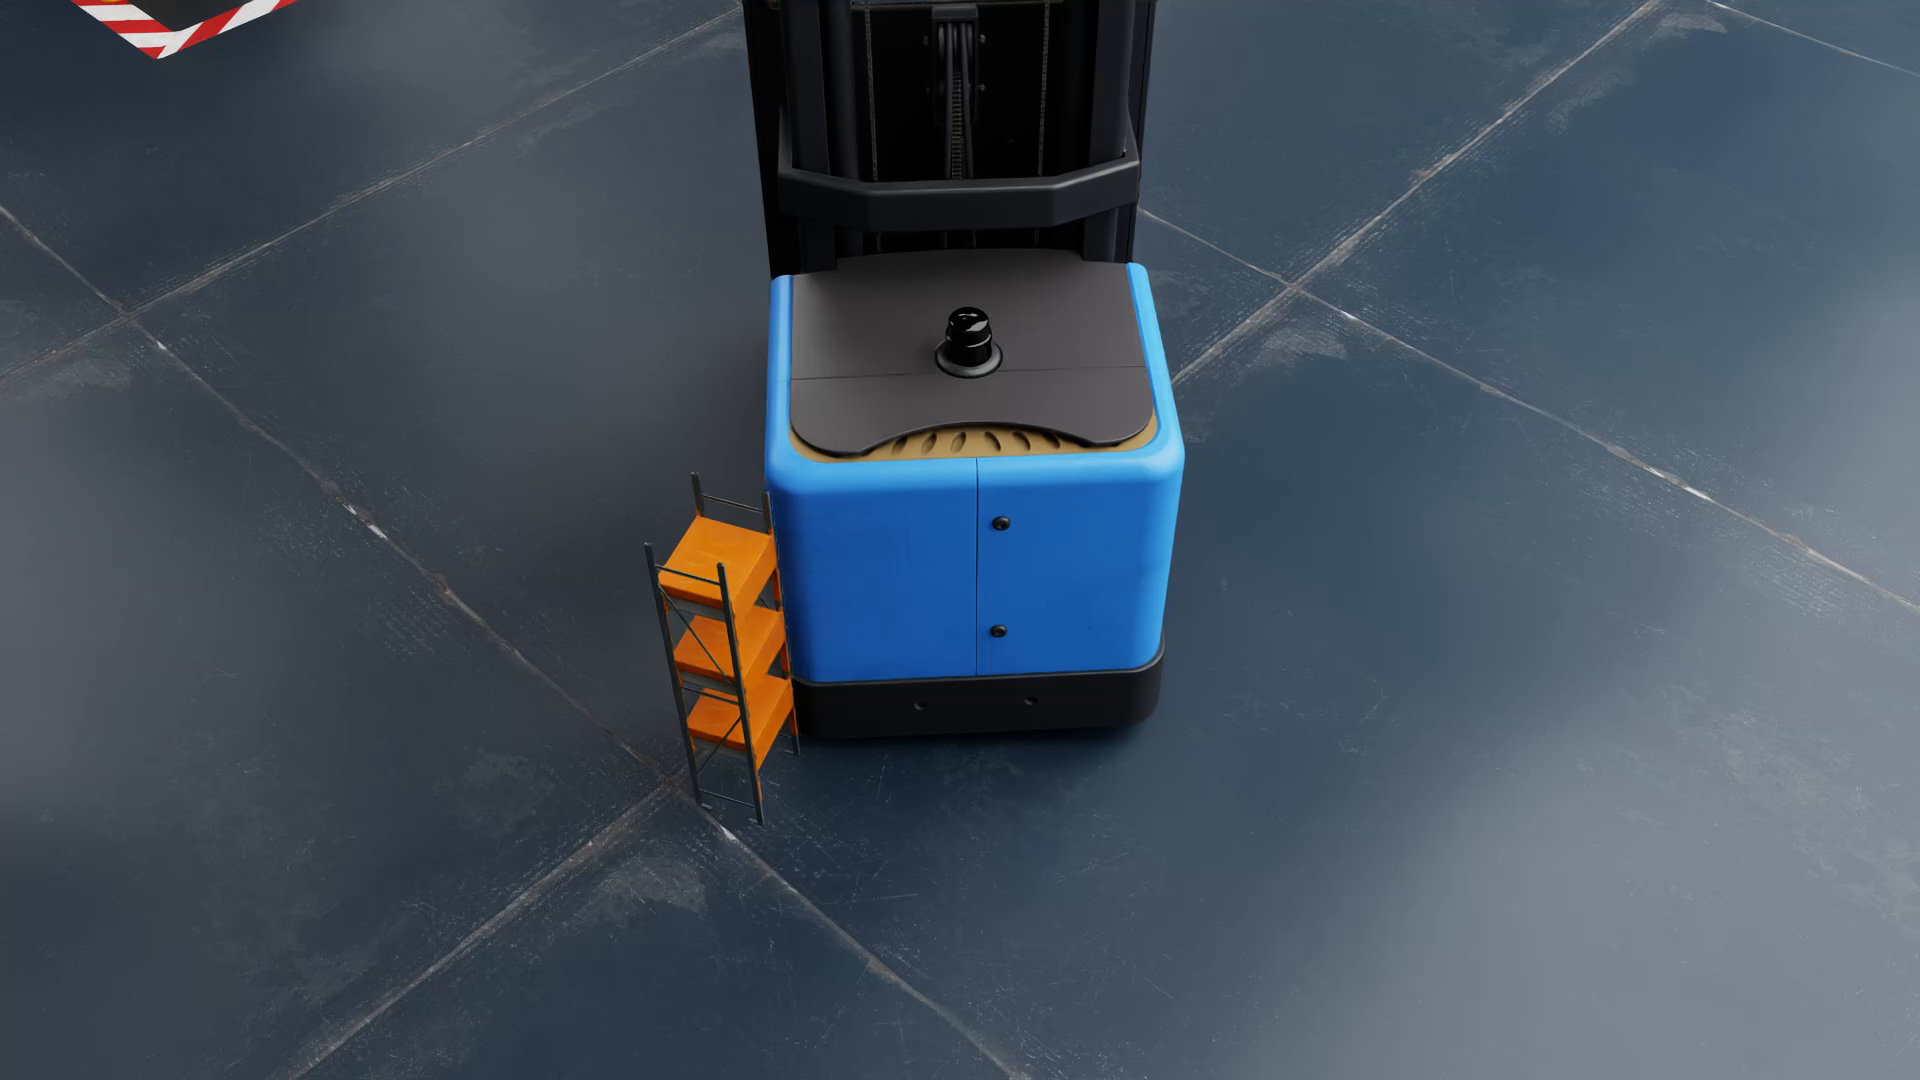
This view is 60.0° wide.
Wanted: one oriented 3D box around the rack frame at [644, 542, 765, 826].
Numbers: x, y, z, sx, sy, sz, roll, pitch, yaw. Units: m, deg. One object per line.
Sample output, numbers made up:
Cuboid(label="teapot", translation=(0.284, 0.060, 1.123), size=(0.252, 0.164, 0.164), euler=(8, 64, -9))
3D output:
Cuboid(label="rack frame", translation=(-0.627, 0.391, 4.163), size=(0.200, 1.050, 0.008), euler=(15, 49, 13))

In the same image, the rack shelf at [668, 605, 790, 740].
Cuboid(label="rack shelf", translation=(-0.586, 0.314, 4.249), size=(0.215, 0.259, 0.240), euler=(15, 49, 13))

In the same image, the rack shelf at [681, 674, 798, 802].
Cuboid(label="rack shelf", translation=(-0.586, 0.505, 4.452), size=(0.215, 0.259, 0.240), euler=(15, 49, 13))

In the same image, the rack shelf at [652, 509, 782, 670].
Cuboid(label="rack shelf", translation=(-0.586, 0.120, 4.042), size=(0.215, 0.259, 0.240), euler=(15, 49, 13))

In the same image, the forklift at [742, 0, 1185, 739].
Cuboid(label="forklift", translation=(-0.041, -1.518, 4.665), size=(1.130, 2.935, 3.031), euler=(-2, 47, -2))

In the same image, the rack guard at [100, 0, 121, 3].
Cuboid(label="rack guard", translation=(-3.584, -2.985, 7.710), size=(0.348, 0.500, 1.175), euler=(34, 55, 28))

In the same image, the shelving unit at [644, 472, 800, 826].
Cuboid(label="shelving unit", translation=(-0.586, 0.307, 4.241), size=(0.215, 1.050, 0.252), euler=(15, 49, 13))

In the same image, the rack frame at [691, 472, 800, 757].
Cuboid(label="rack frame", translation=(-0.545, 0.223, 4.320), size=(0.200, 1.050, 0.008), euler=(15, 49, 13))
